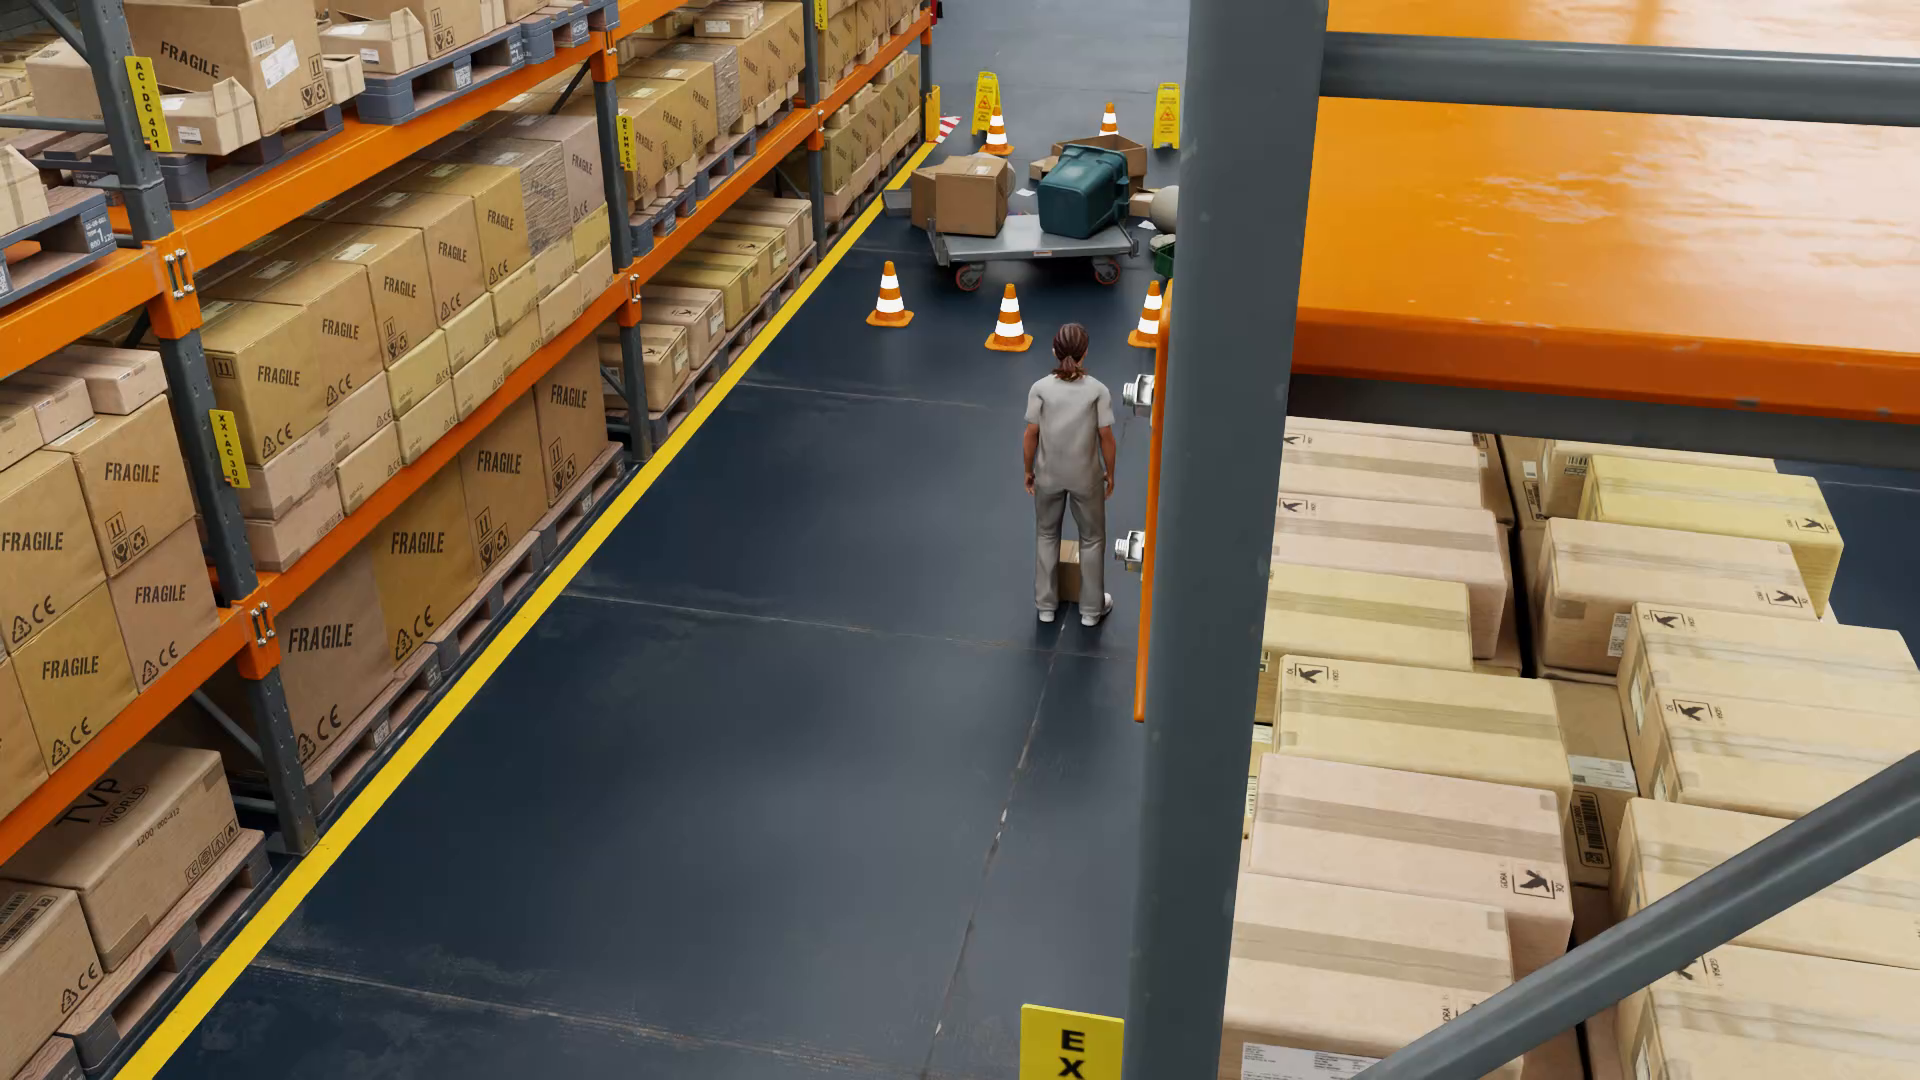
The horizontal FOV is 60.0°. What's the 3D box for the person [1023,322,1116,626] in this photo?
[{"bbox_3d":[0.578,-0.329,8.725,0.498,1.671,0.363,5,29,9],"label":"person"}]
